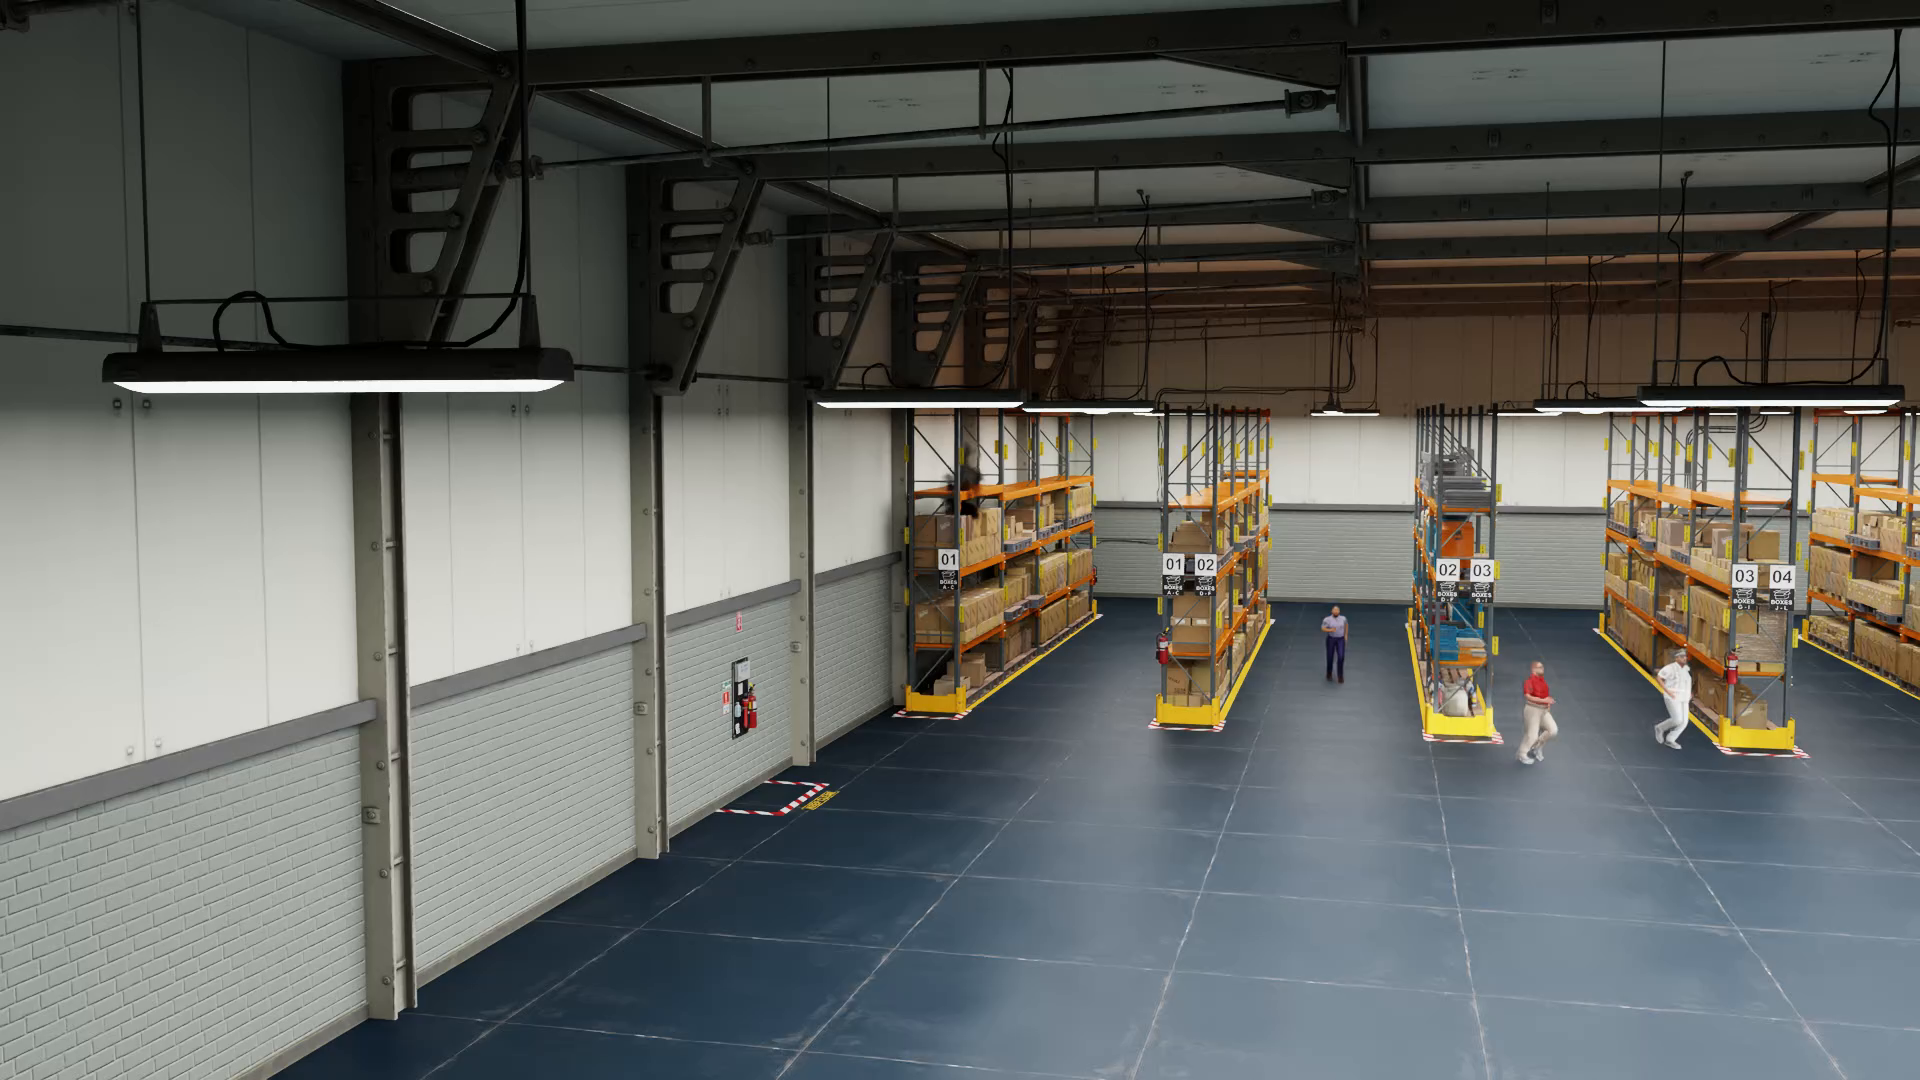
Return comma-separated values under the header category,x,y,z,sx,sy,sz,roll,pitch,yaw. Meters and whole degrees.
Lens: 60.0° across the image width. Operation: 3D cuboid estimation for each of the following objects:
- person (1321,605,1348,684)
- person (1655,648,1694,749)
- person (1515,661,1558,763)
category,x,y,z,sx,sy,sz,roll,pitch,yaw
person,8.160,2.267,36.223,0.595,1.720,0.795,0,4,6
person,12.504,2.748,29.002,0.695,1.742,0.548,-2,4,-21
person,9.638,2.866,27.645,0.675,1.695,0.656,-3,5,-37
